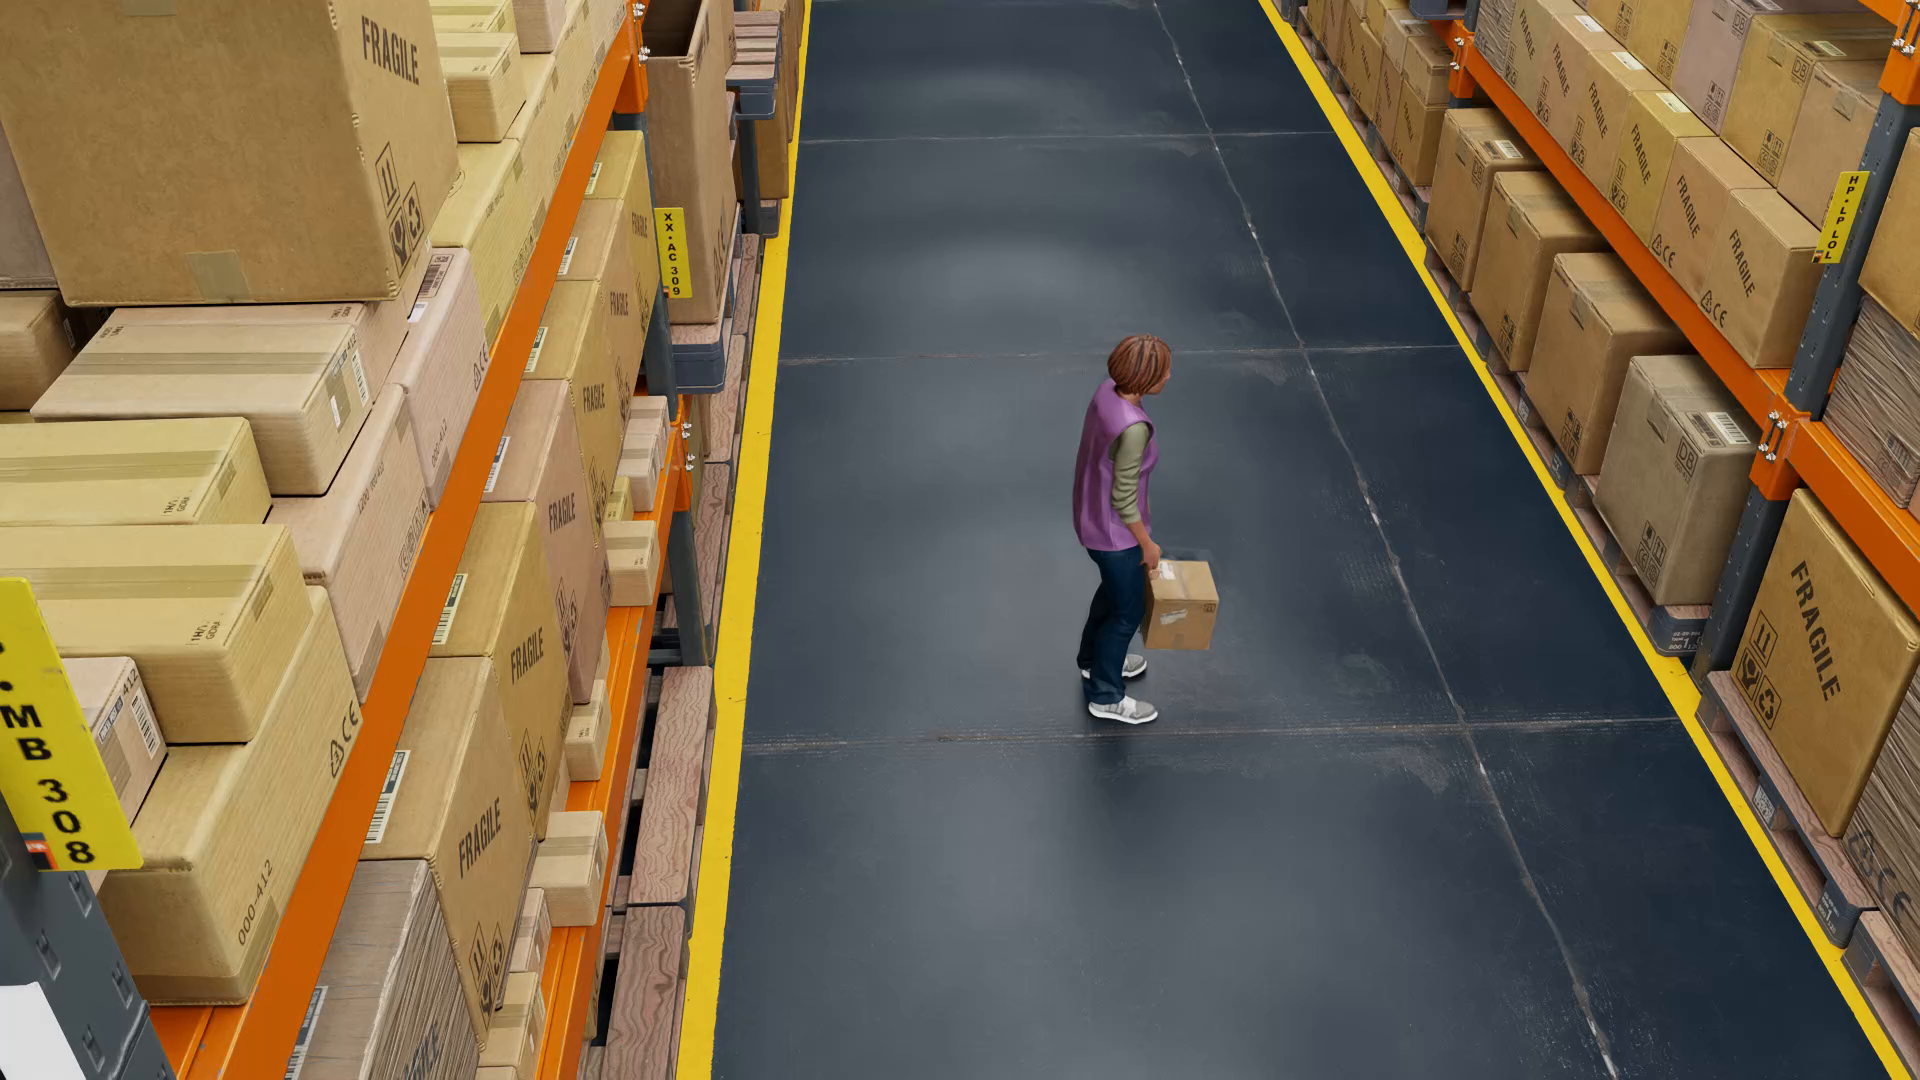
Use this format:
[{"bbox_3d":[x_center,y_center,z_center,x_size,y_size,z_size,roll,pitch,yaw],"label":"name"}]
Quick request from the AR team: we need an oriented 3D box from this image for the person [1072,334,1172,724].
[{"bbox_3d":[0.597,-0.045,6.224,0.343,1.585,0.453,-2,36,-3],"label":"person"}]
